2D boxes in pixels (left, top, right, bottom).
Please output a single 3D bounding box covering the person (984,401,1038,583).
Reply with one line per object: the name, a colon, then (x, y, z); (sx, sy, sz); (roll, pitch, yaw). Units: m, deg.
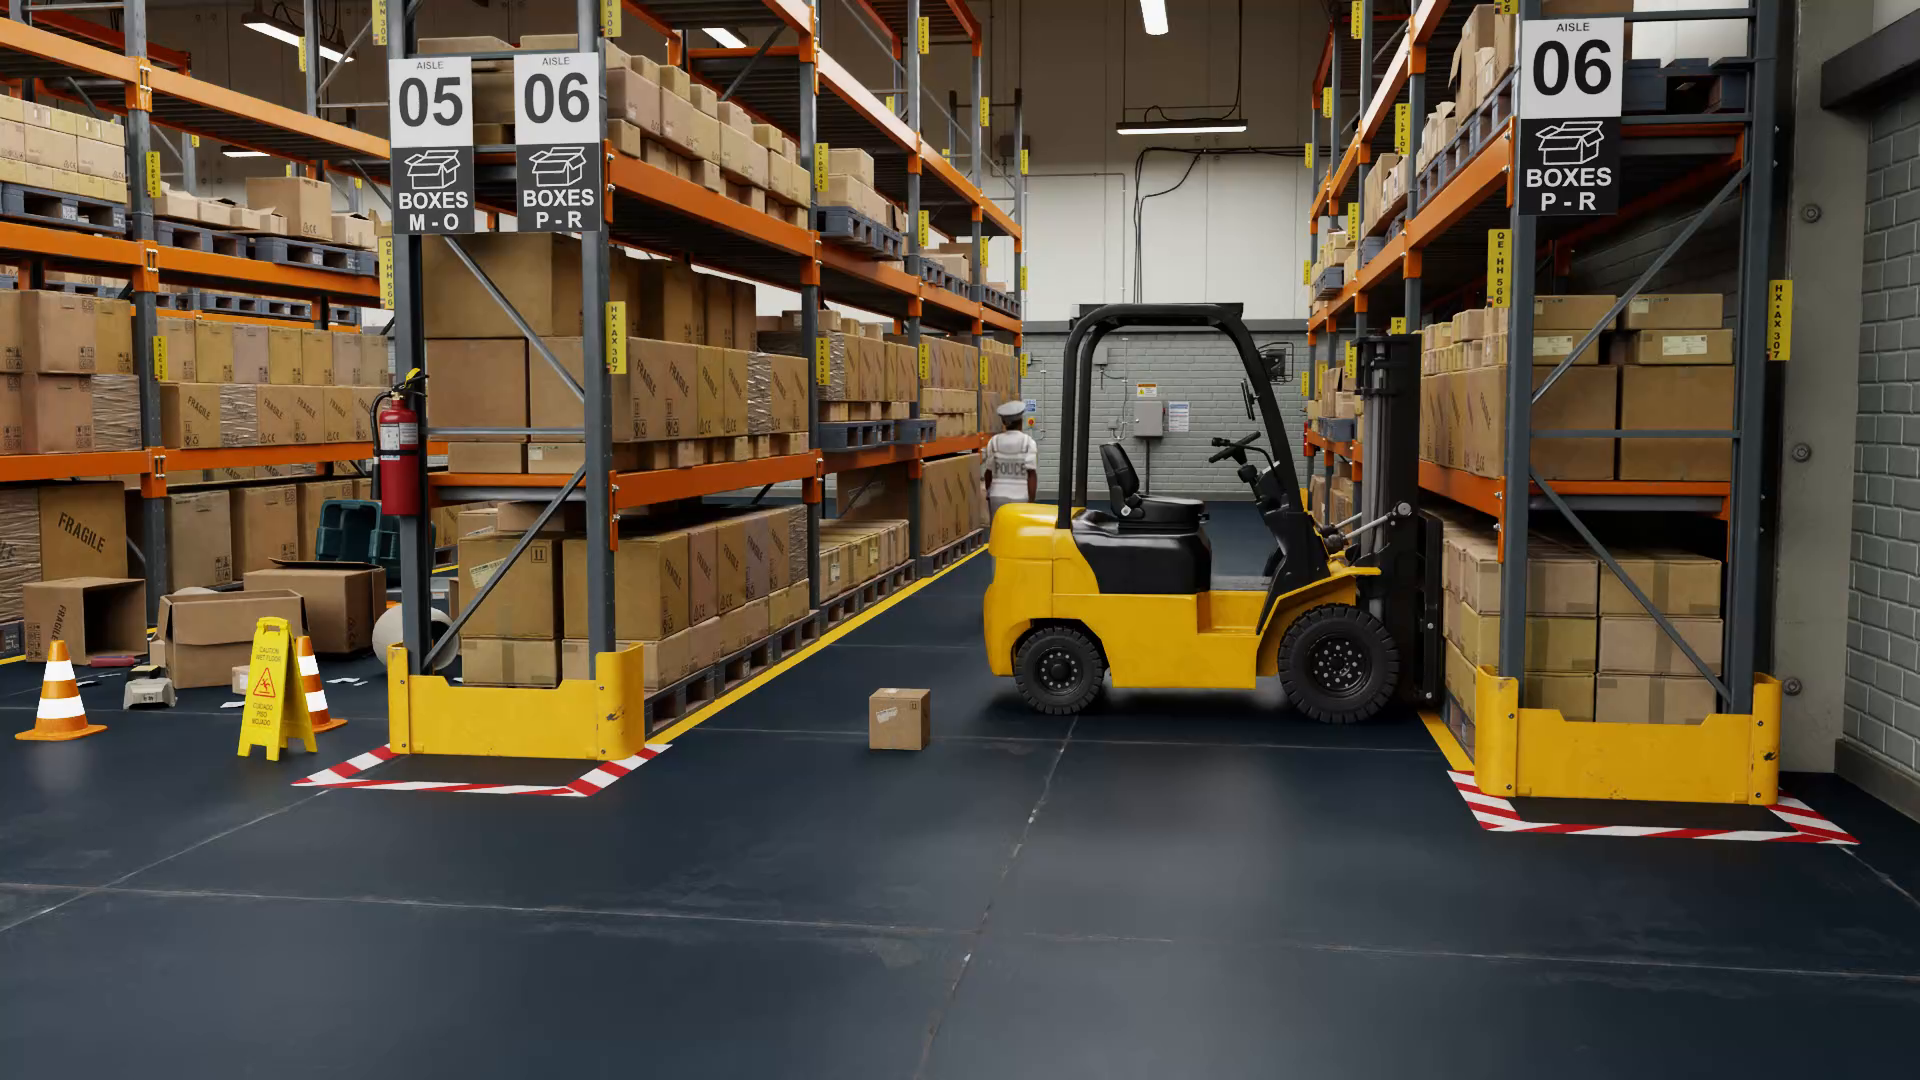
person: (0.426, -0.334, 13.735); (0.456, 1.632, 0.975); (1, 5, 8)
